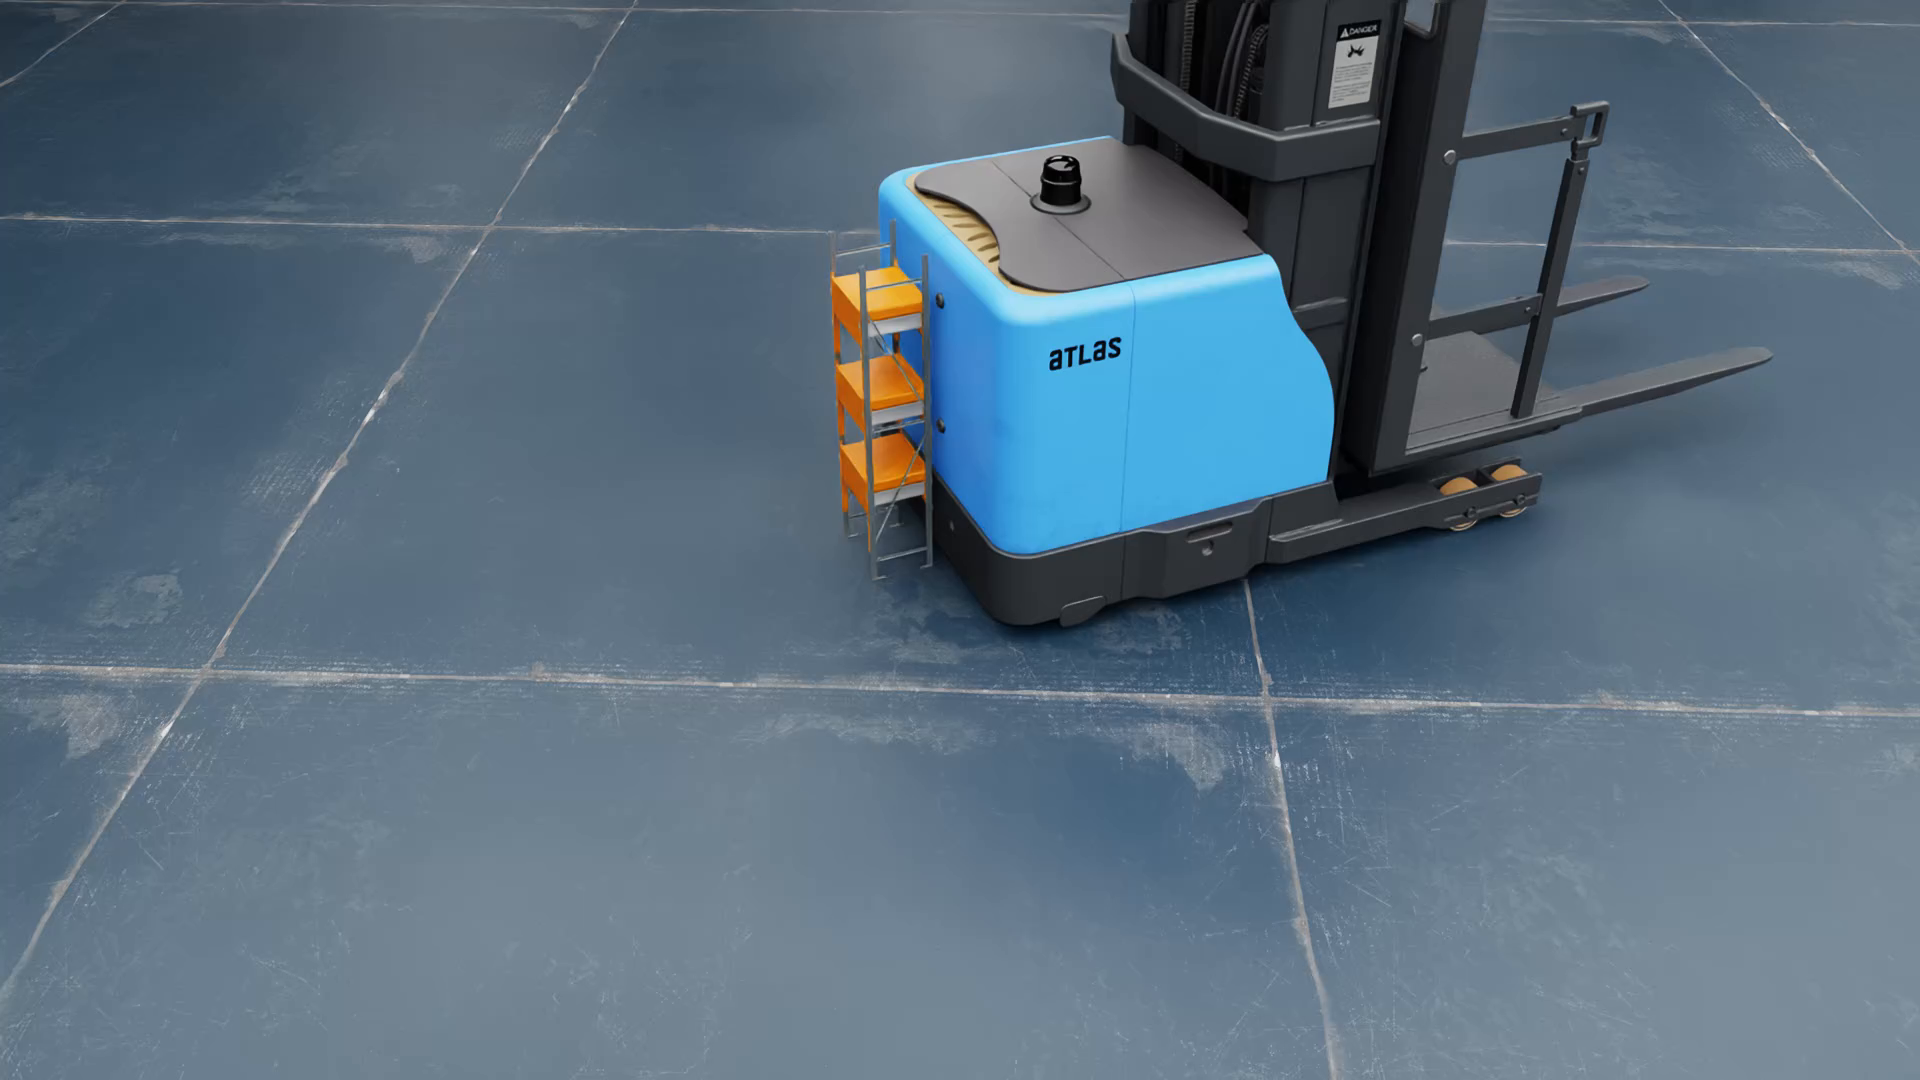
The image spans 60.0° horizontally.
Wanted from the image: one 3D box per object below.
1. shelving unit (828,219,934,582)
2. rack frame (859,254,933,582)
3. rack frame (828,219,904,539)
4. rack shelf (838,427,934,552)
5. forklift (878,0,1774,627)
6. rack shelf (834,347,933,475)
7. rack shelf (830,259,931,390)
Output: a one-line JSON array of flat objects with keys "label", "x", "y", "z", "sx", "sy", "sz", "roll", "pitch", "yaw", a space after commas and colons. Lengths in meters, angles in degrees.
[{"label": "shelving unit", "x": -0.226, "y": -0.392, "z": 4.894, "sx": 0.215, "sy": 1.050, "sz": 0.252, "roll": -14, "pitch": 37, "yaw": -19}, {"label": "rack frame", "x": -0.178, "y": -0.327, "z": 4.802, "sx": 0.200, "sy": 1.050, "sz": 0.008, "roll": -14, "pitch": 37, "yaw": -19}, {"label": "rack frame", "x": -0.274, "y": -0.456, "z": 4.986, "sx": 0.200, "sy": 1.050, "sz": 0.008, "roll": -14, "pitch": 37, "yaw": -19}, {"label": "rack shelf", "x": -0.225, "y": -0.156, "z": 5.060, "sx": 0.215, "sy": 0.259, "sz": 0.240, "roll": -14, "pitch": 37, "yaw": -19}, {"label": "forklift", "x": 1.309, "y": -1.494, "z": 4.827, "sx": 3.031, "sy": 2.935, "sz": 1.130, "roll": -14, "pitch": 37, "yaw": -19}, {"label": "rack shelf", "x": -0.226, "y": -0.383, "z": 4.900, "sx": 0.215, "sy": 0.259, "sz": 0.240, "roll": -14, "pitch": 37, "yaw": -19}, {"label": "rack shelf", "x": -0.226, "y": -0.615, "z": 4.737, "sx": 0.215, "sy": 0.259, "sz": 0.240, "roll": -14, "pitch": 37, "yaw": -19}]
